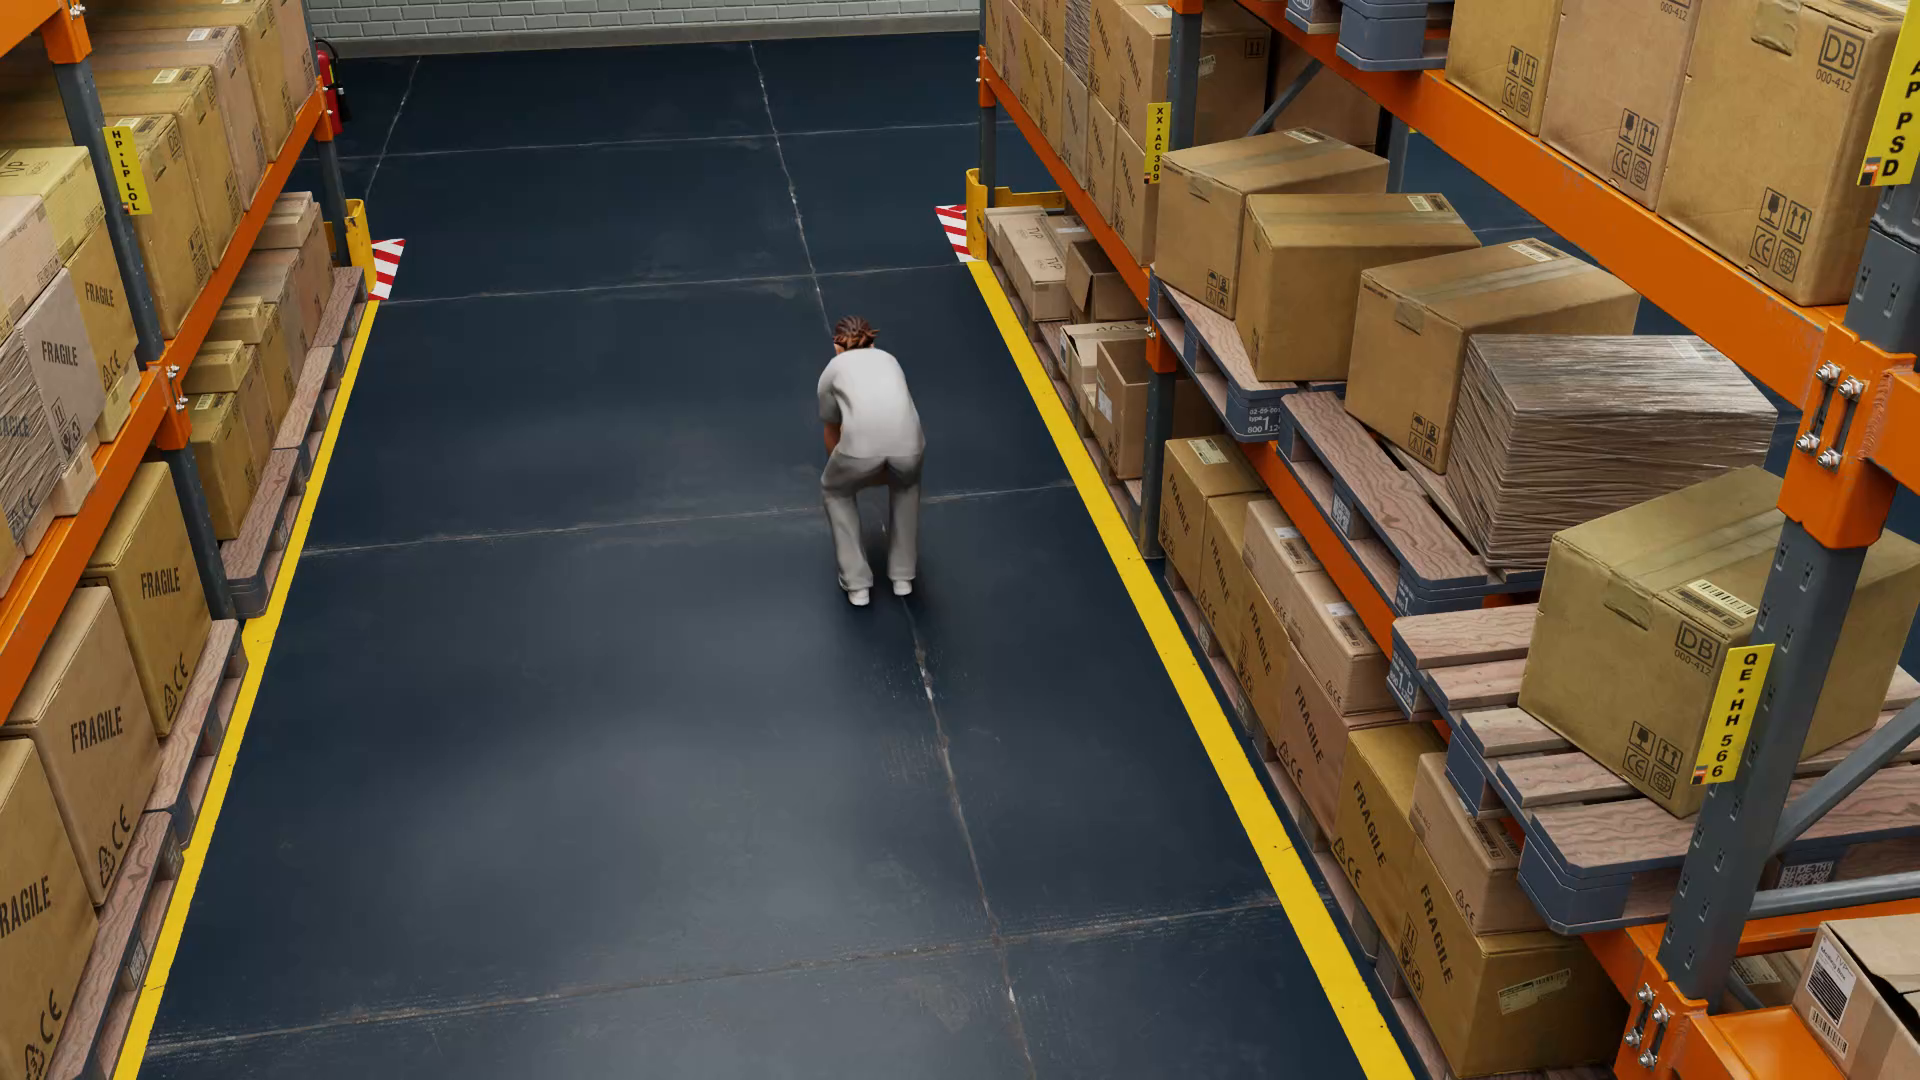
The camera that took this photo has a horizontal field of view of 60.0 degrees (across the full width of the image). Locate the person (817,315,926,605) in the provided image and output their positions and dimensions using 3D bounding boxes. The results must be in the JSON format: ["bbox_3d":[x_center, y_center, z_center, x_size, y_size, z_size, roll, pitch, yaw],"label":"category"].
[{"bbox_3d":[-0.398,-0.351,7.276,0.448,1.110,0.858,-7,31,-11],"label":"person"}]
